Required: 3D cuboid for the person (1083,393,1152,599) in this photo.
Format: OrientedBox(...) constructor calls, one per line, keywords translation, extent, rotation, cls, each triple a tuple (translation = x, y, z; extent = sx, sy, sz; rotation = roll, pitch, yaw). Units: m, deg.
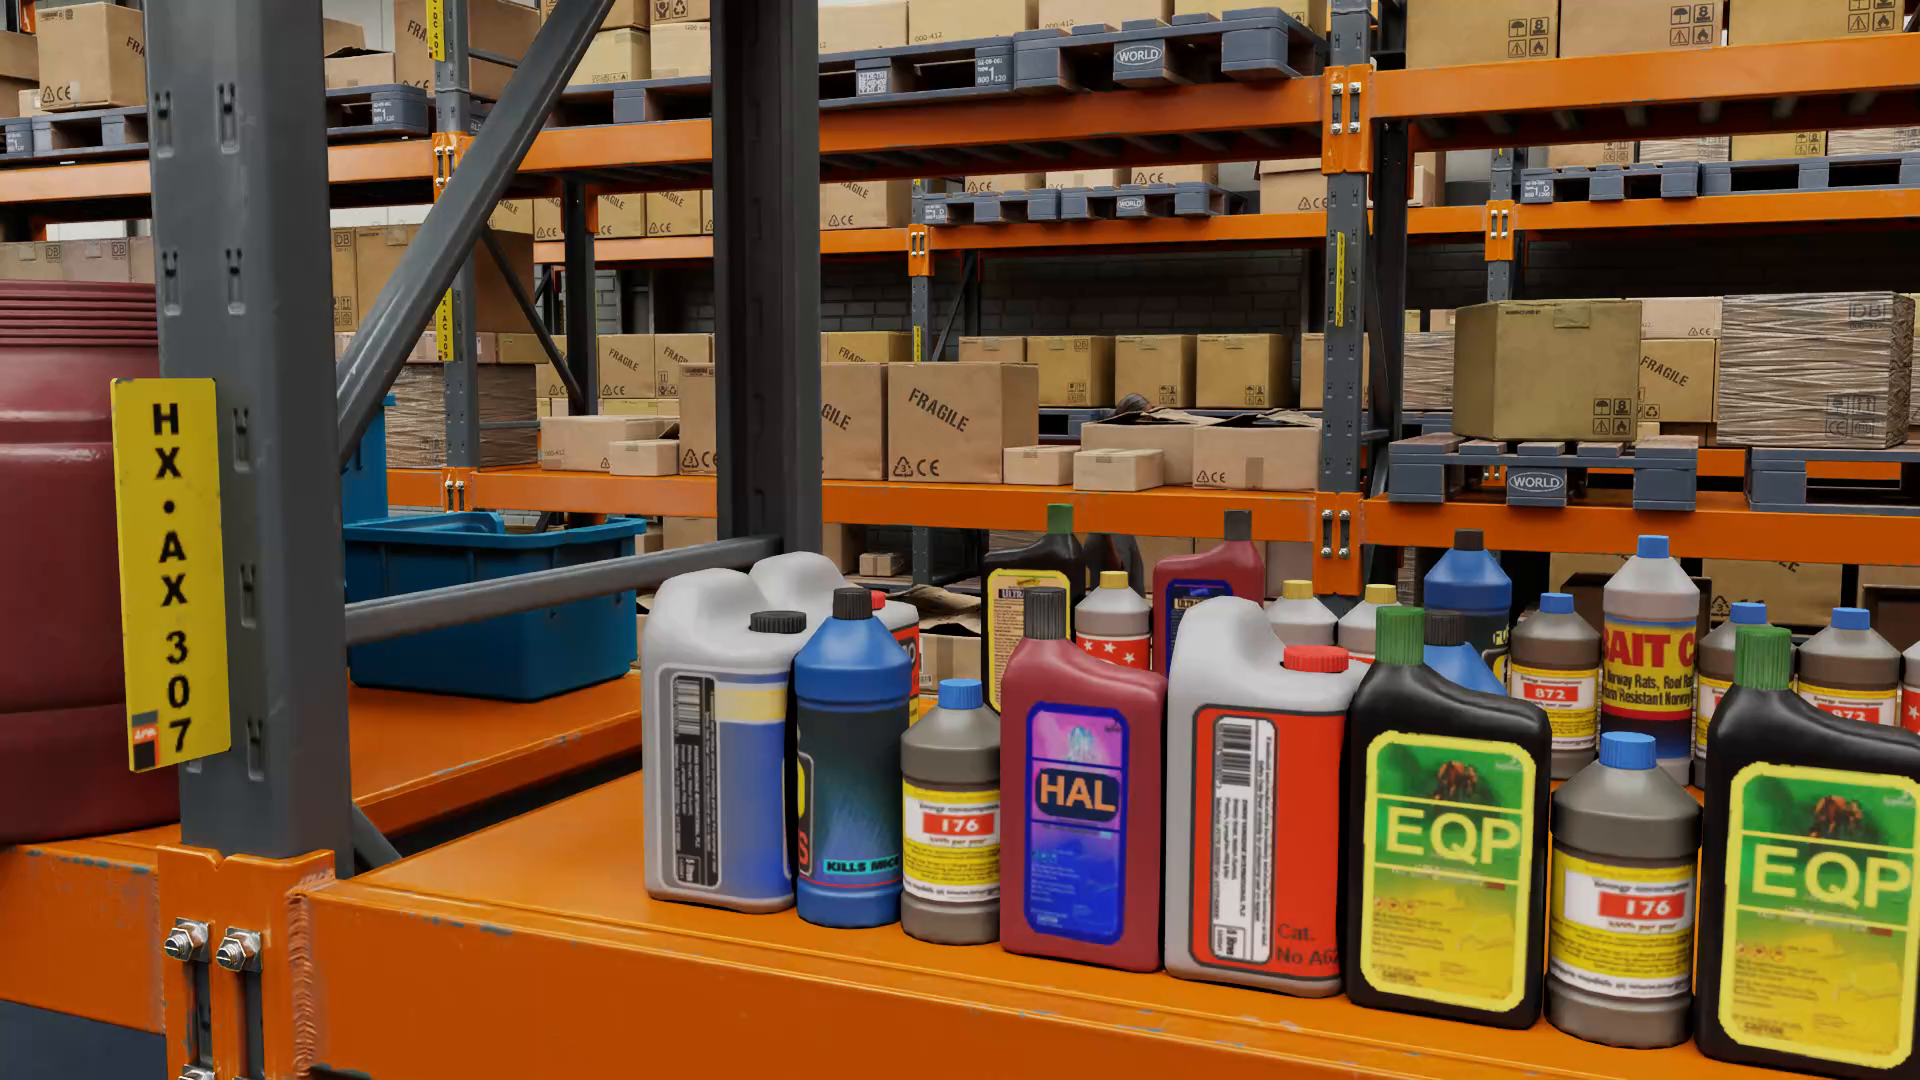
OrientedBox(translation=(0.861, 0.055, 8.755), extent=(0.402, 1.654, 0.531), rotation=(2, 6, 20), cls="person")
